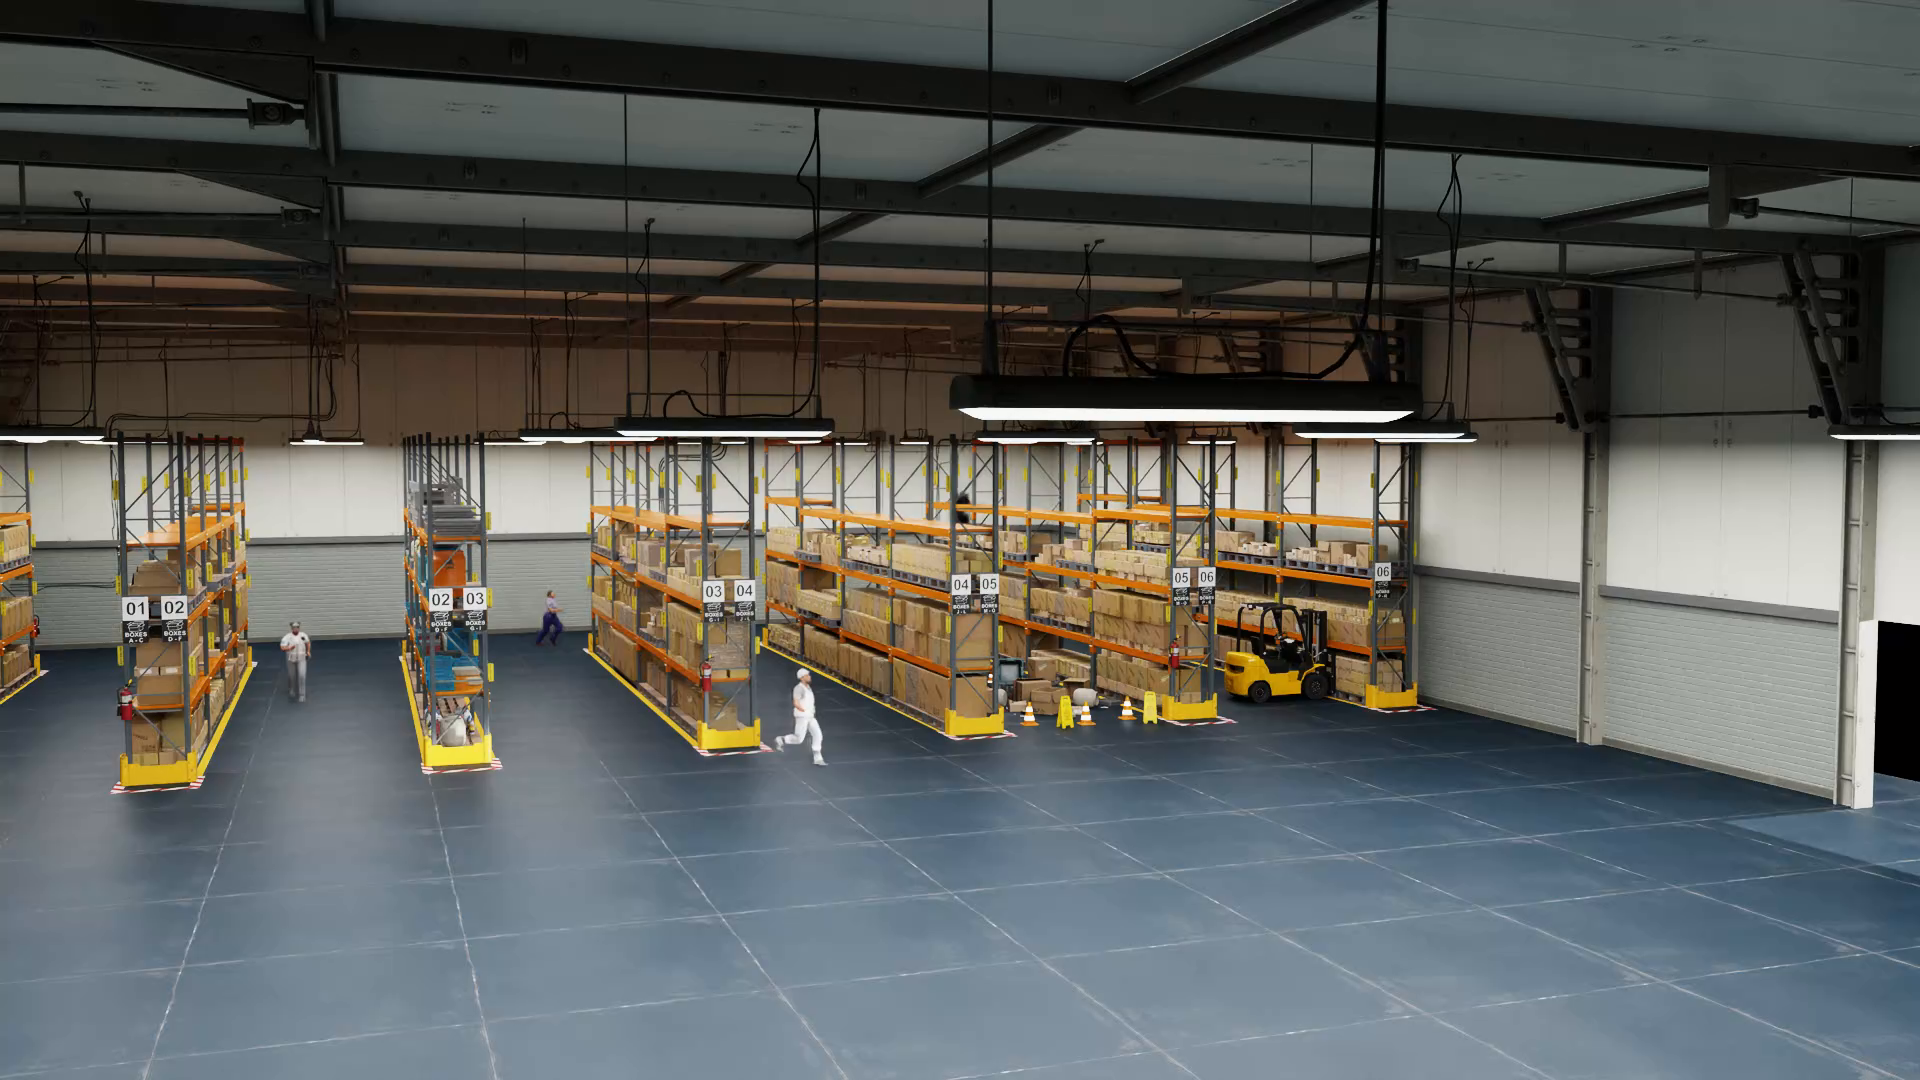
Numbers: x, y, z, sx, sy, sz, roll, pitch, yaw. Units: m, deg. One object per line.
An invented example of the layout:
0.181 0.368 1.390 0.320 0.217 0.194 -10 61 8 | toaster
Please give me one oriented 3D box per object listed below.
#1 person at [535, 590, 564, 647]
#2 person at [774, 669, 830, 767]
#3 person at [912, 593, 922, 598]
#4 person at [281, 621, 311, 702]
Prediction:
-11.775 2.262 47.819 0.816 1.630 0.613 0 3 4 | person
-2.851 3.200 30.002 1.050 1.763 0.634 1 3 21 | person
-1.386 2.066 51.330 0.549 1.644 0.669 0 3 7 | person
-15.059 2.722 37.726 0.657 1.785 0.968 -2 4 -27 | person
